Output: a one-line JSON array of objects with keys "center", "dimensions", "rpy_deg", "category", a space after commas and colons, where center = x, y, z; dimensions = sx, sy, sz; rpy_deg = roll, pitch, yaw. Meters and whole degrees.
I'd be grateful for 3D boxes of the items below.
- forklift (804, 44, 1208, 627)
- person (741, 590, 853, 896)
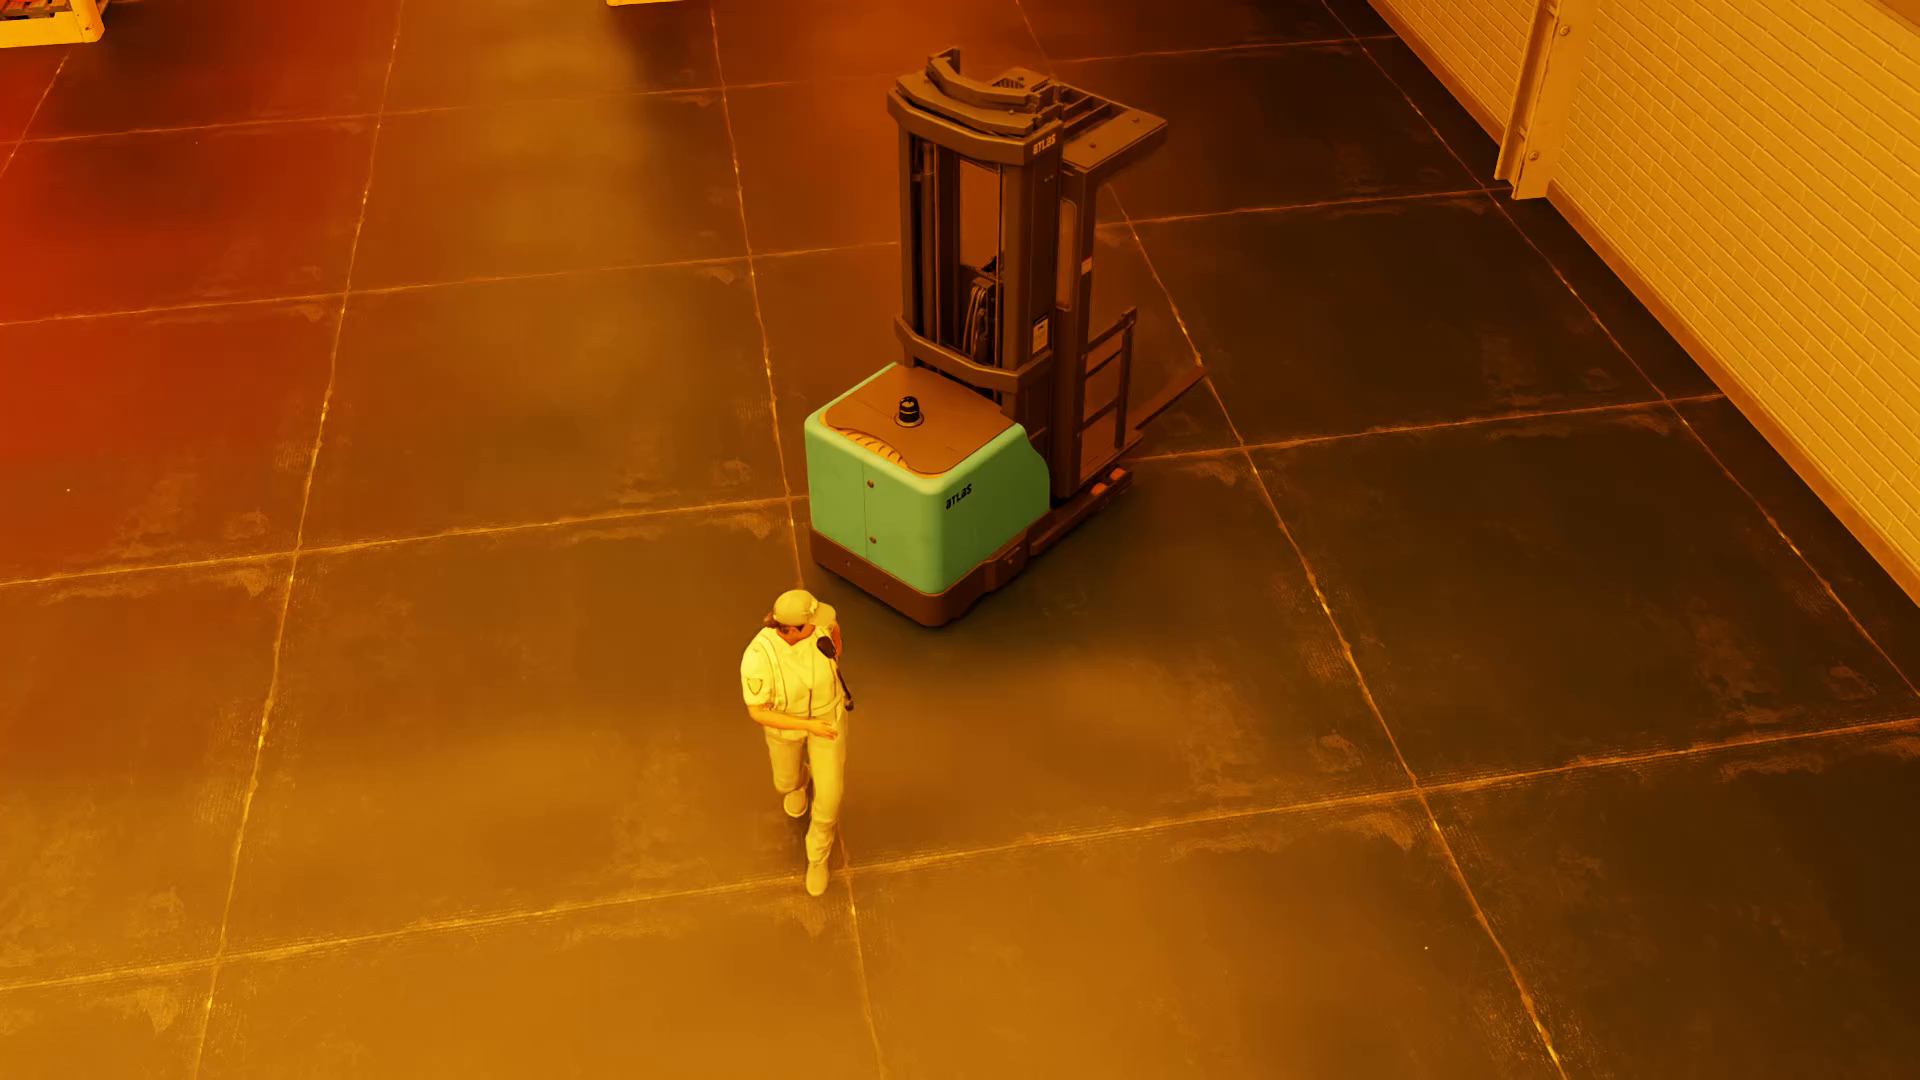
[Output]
[{"center": [0.442, -1.501, 9.724], "dimensions": [1.130, 2.935, 3.031], "rpy_deg": [29, 48, 30], "category": "forklift"}, {"center": [-0.763, 0.873, 7.993], "dimensions": [0.514, 1.617, 0.890], "rpy_deg": [-7, 41, -8], "category": "person"}]
